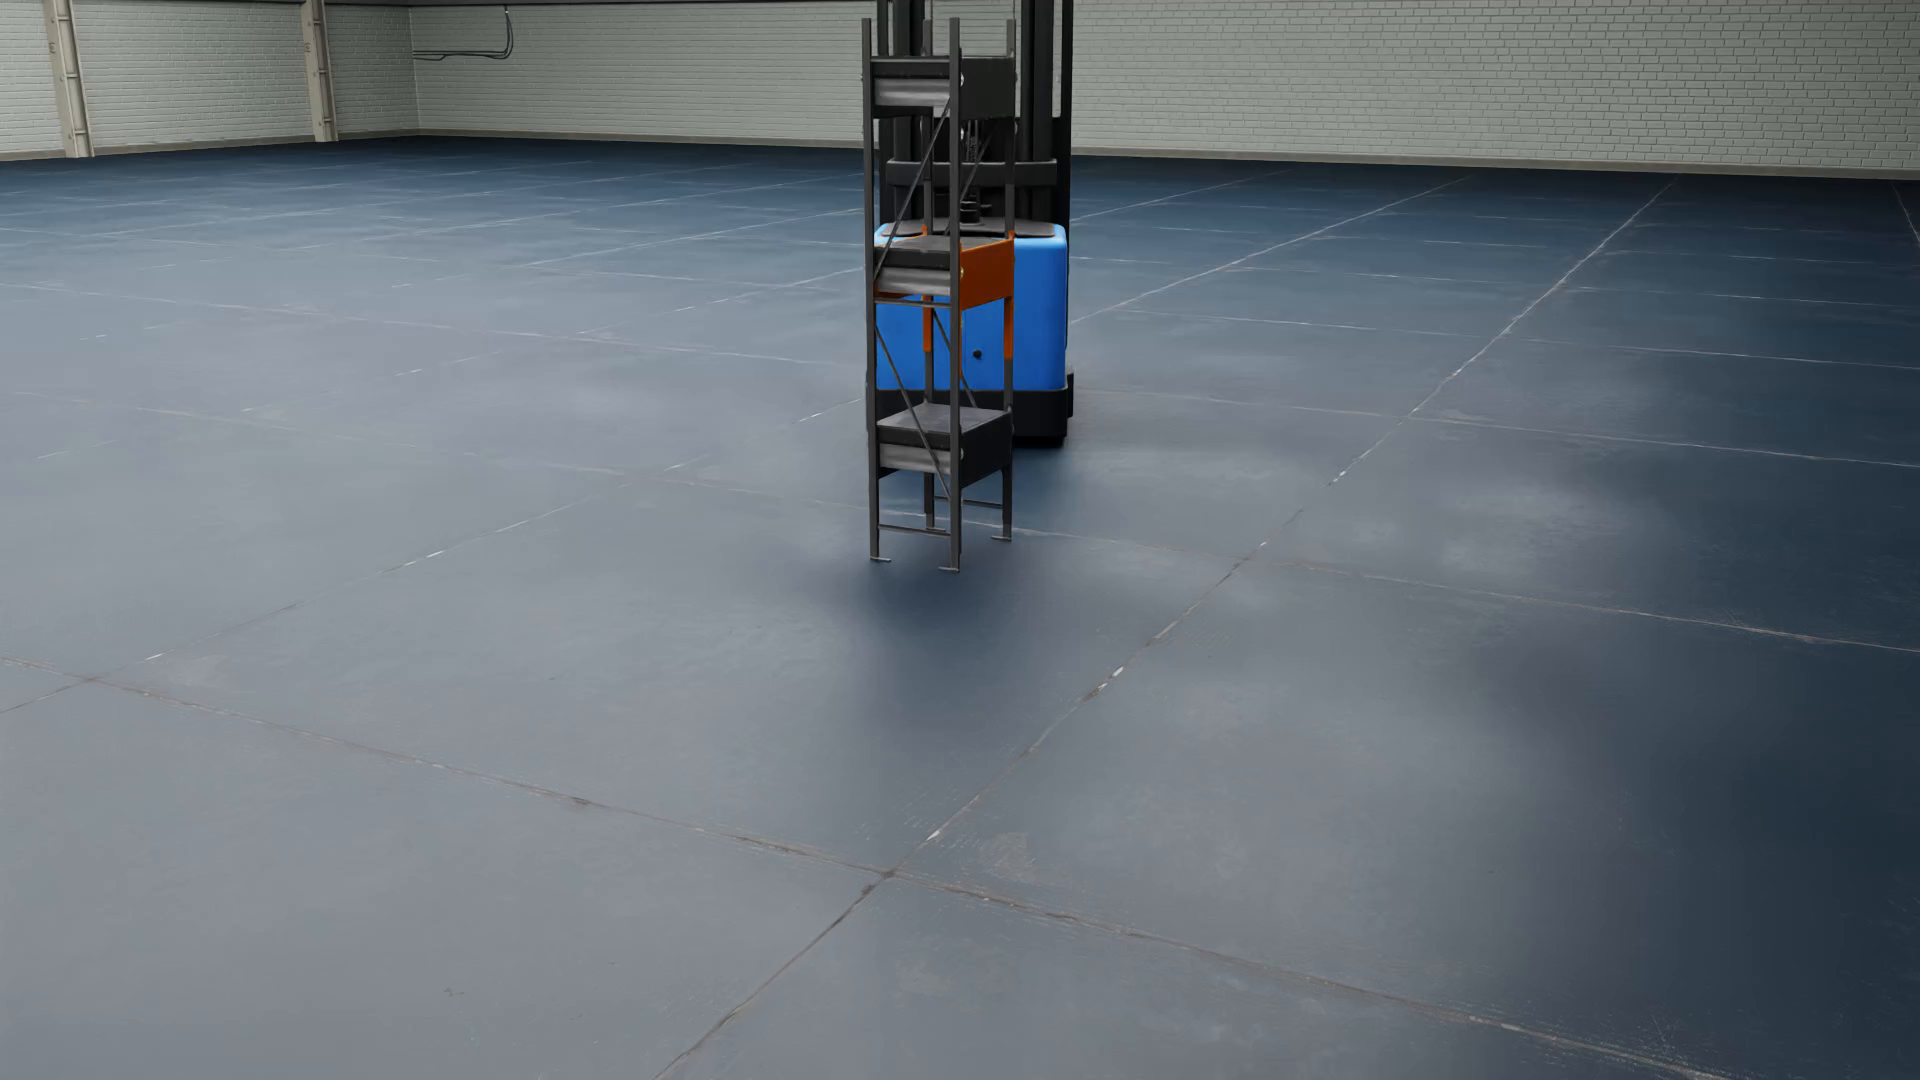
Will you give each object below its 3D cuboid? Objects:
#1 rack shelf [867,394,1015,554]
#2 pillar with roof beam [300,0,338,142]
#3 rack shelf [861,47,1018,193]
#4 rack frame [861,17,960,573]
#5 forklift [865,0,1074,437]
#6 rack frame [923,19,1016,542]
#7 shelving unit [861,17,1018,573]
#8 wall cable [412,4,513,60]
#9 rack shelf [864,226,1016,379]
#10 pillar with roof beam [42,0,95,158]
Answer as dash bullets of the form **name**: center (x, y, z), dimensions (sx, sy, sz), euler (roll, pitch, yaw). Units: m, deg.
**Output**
- **rack shelf**: center (-0.074, -0.280, 6.787), dimensions (0.431, 0.518, 0.480), euler (8, 18, 25)
- **pillar with roof beam**: center (-10.041, -12.511, 33.340), dimensions (9.100, 9.000, 0.400), euler (8, 18, 25)
- **rack shelf**: center (-0.074, -1.622, 6.388), dimensions (0.431, 0.518, 0.480), euler (8, 18, 25)
- **rack frame**: center (-0.183, -0.902, 6.374), dimensions (0.400, 2.100, 0.015), euler (8, 18, 25)
- **forklift**: center (0.095, -2.303, 9.631), dimensions (1.130, 2.935, 3.031), euler (1, 17, 2)
- **rack frame**: center (0.035, -1.027, 6.793), dimensions (0.400, 2.100, 0.015), euler (8, 18, 25)
- **shelving unit**: center (-0.074, -0.964, 6.583), dimensions (0.431, 2.100, 0.503), euler (8, 18, 25)
- **wall cable**: center (-11.393, -12.152, 37.586), dimensions (3.097, 2.526, 0.112), euler (8, 18, 25)
- **rack shelf**: center (-0.074, -0.951, 6.587), dimensions (0.431, 0.518, 0.480), euler (8, 18, 25)
- **pillar with roof beam**: center (-12.722, -10.982, 28.195), dimensions (9.100, 9.000, 0.400), euler (8, 18, 25)
